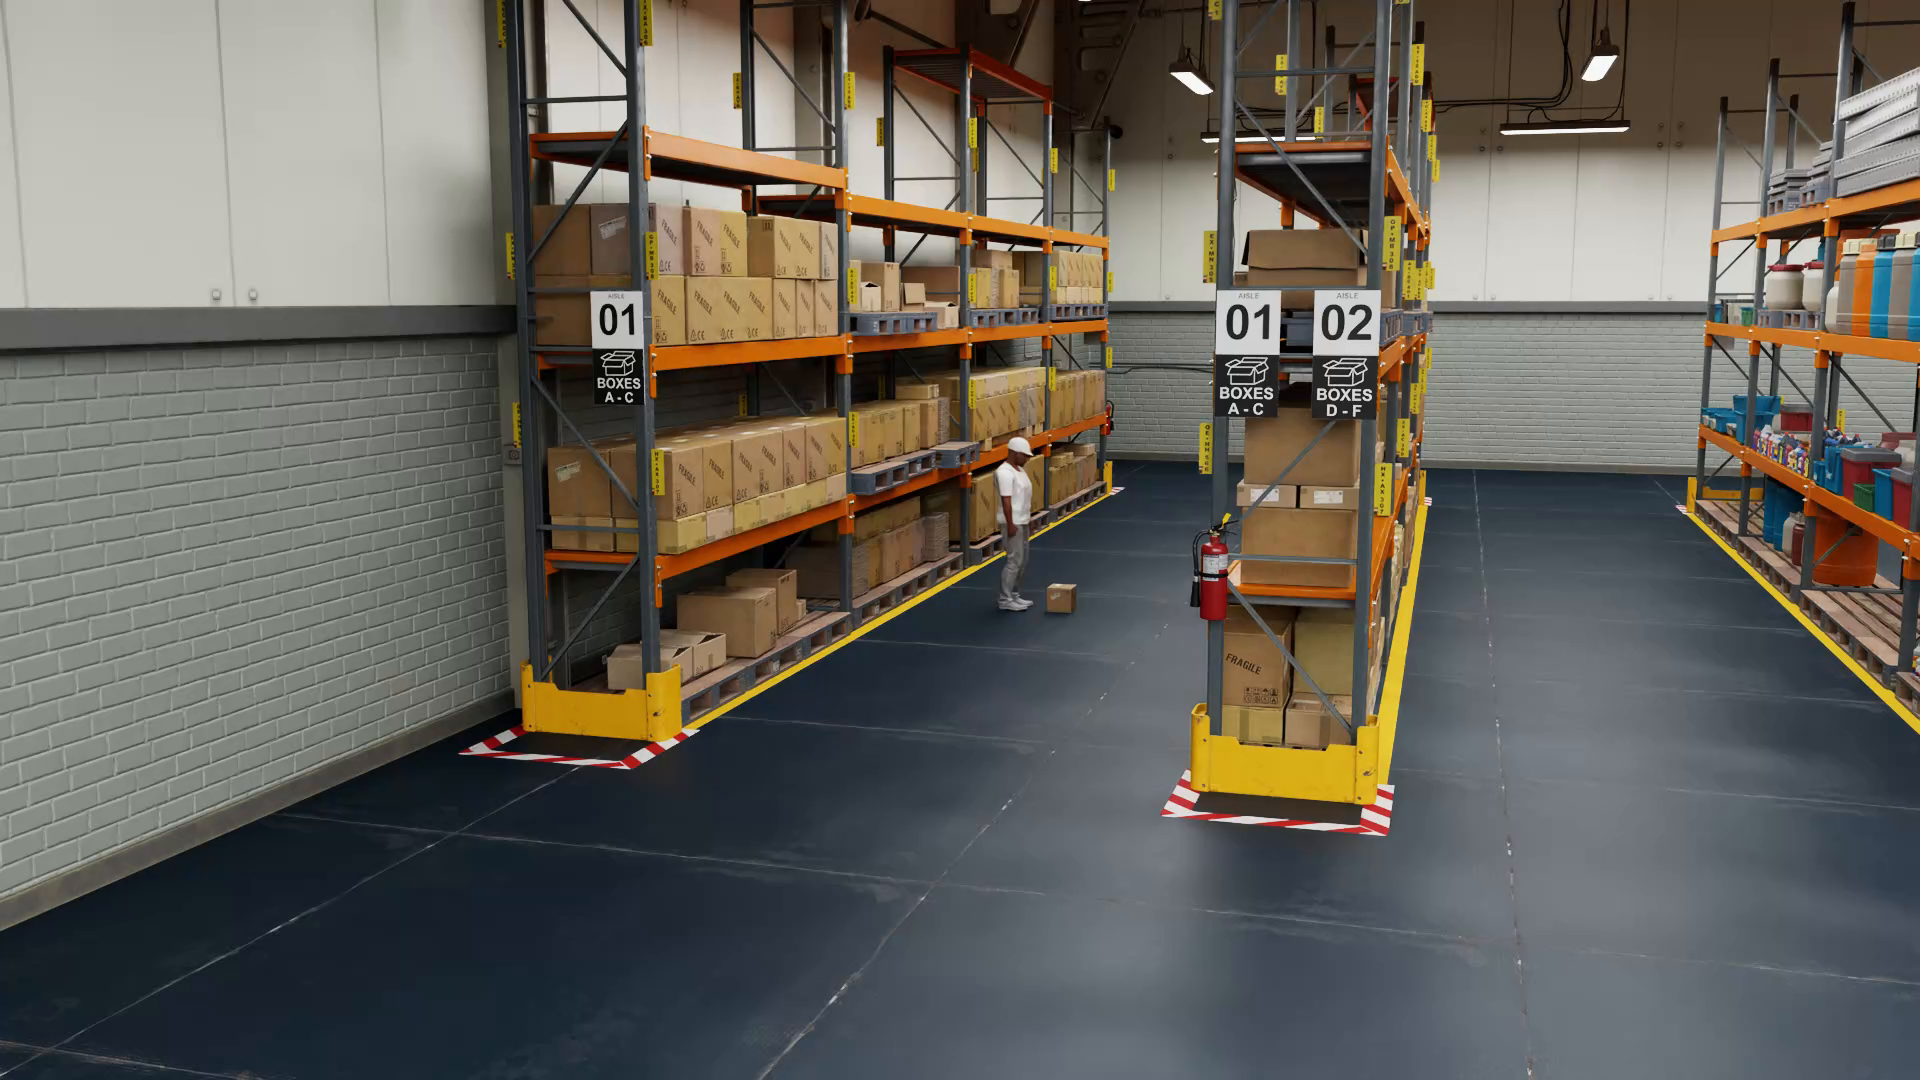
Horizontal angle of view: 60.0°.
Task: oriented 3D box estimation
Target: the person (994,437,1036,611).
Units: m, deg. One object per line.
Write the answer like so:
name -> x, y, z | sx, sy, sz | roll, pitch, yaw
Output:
person -> 0.565, -0.175, 16.978 | 0.373, 1.757, 0.569 | 3, 9, 17
